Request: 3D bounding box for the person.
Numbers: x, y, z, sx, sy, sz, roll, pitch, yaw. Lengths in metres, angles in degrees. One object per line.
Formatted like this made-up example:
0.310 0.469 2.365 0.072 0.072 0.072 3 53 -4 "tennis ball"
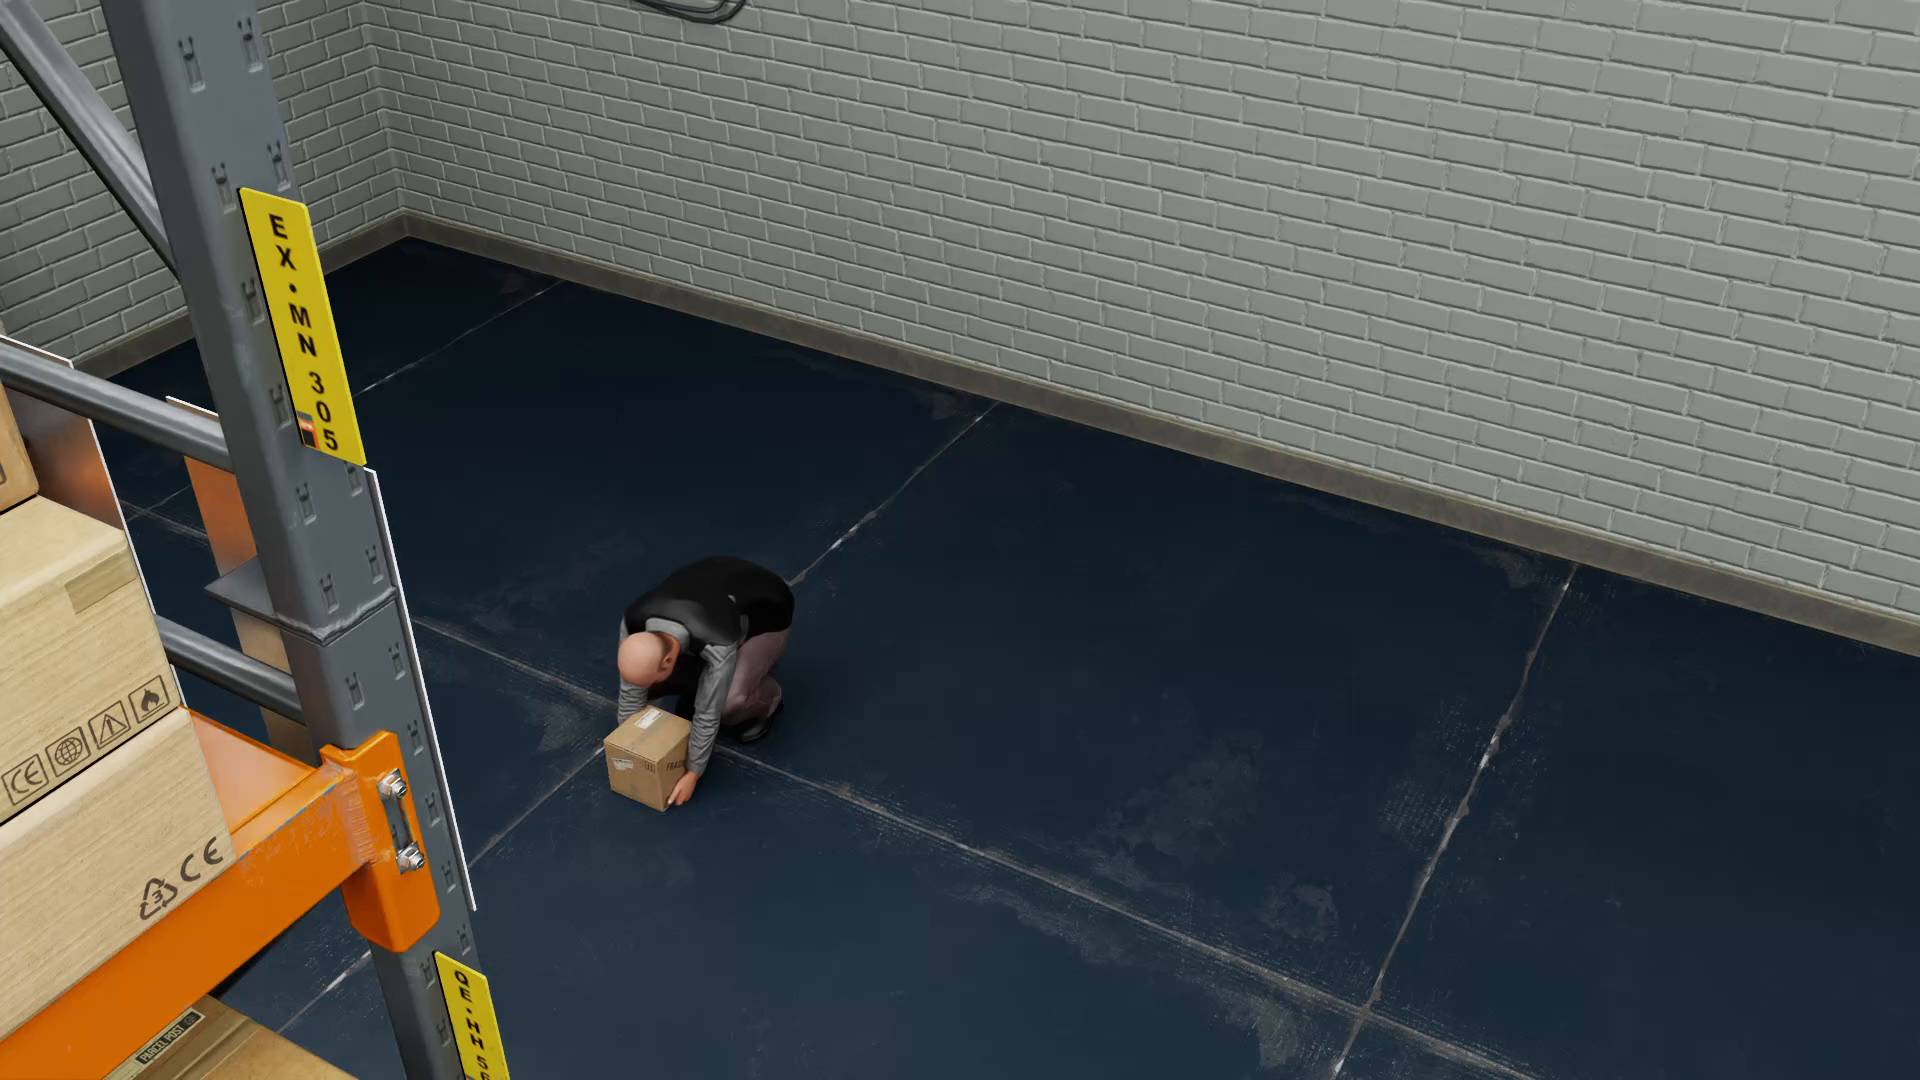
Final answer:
-0.990 0.492 6.373 0.520 0.826 0.916 17 37 24 "person"
